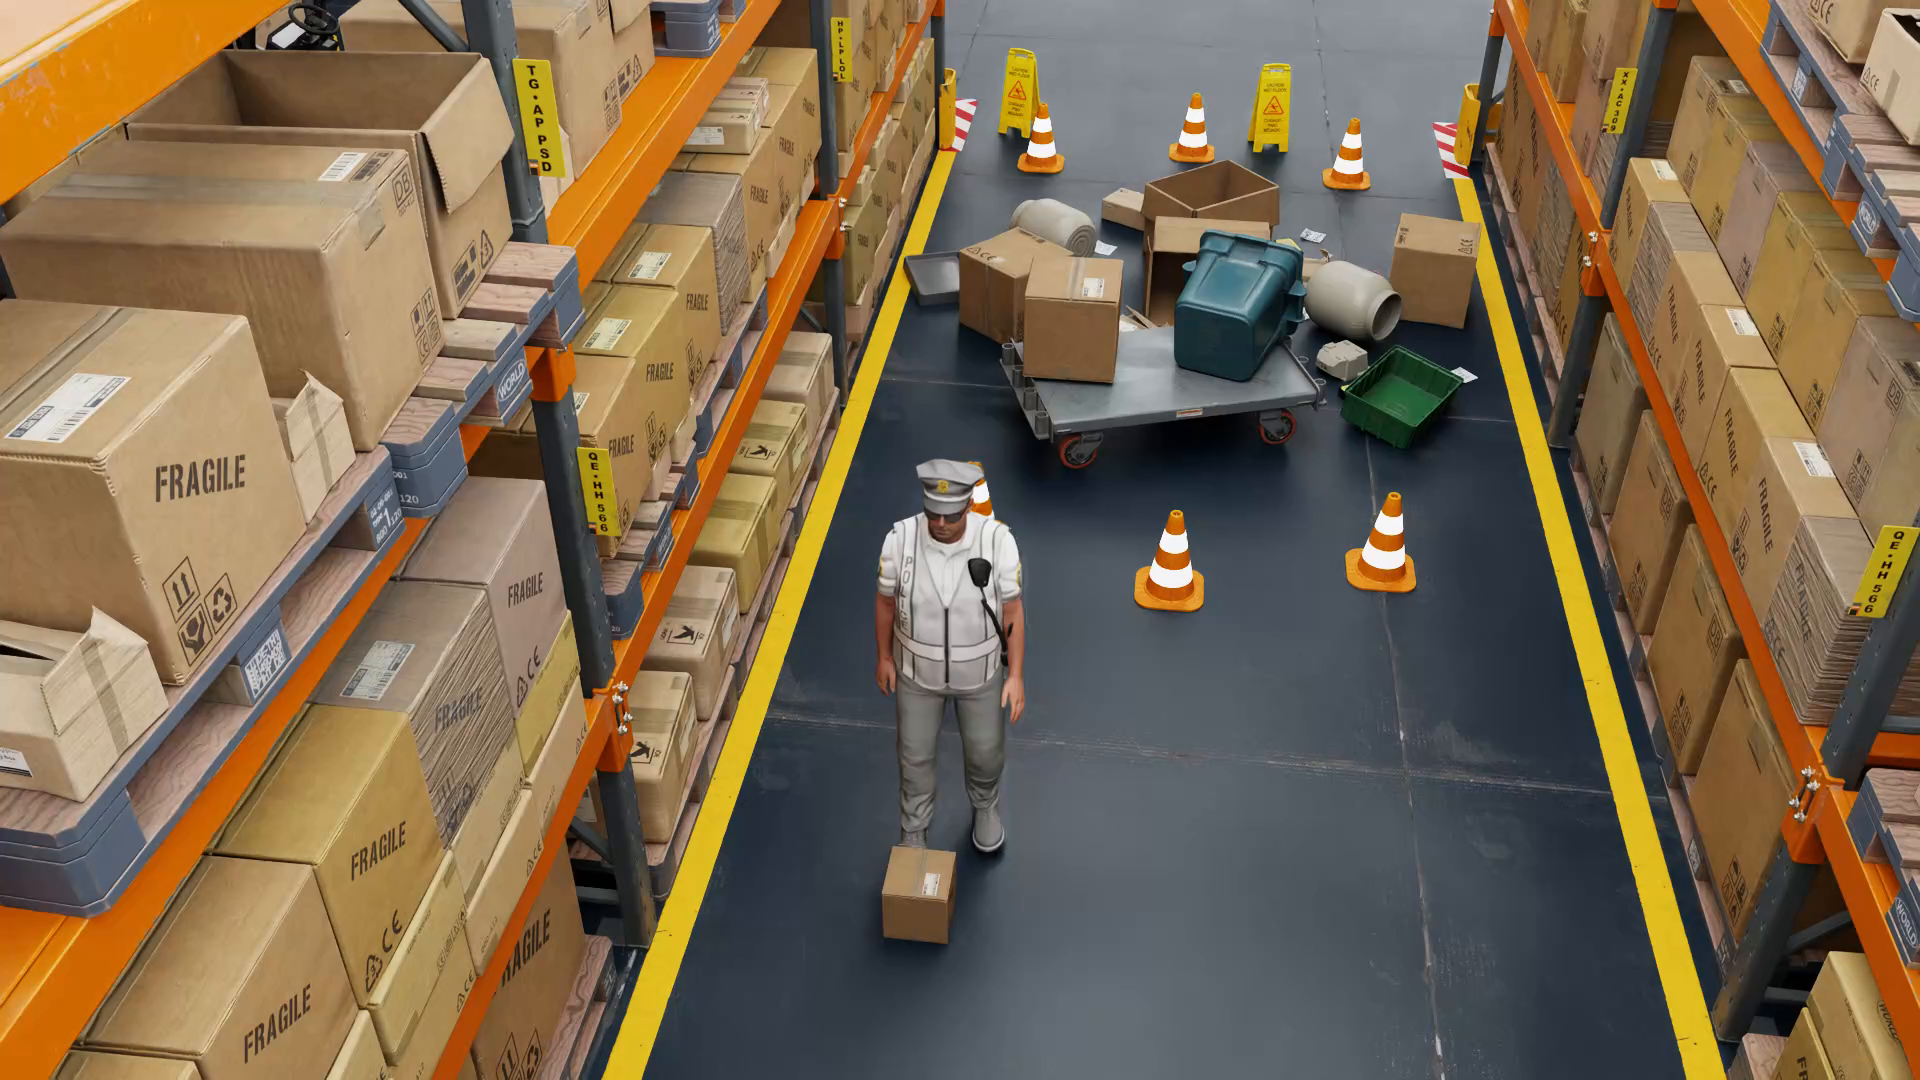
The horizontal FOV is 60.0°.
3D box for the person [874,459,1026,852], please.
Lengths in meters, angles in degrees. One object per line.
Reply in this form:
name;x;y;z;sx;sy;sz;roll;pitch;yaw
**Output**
person;-0.042;0.506;6.305;0.586;1.770;0.502;1;36;2
